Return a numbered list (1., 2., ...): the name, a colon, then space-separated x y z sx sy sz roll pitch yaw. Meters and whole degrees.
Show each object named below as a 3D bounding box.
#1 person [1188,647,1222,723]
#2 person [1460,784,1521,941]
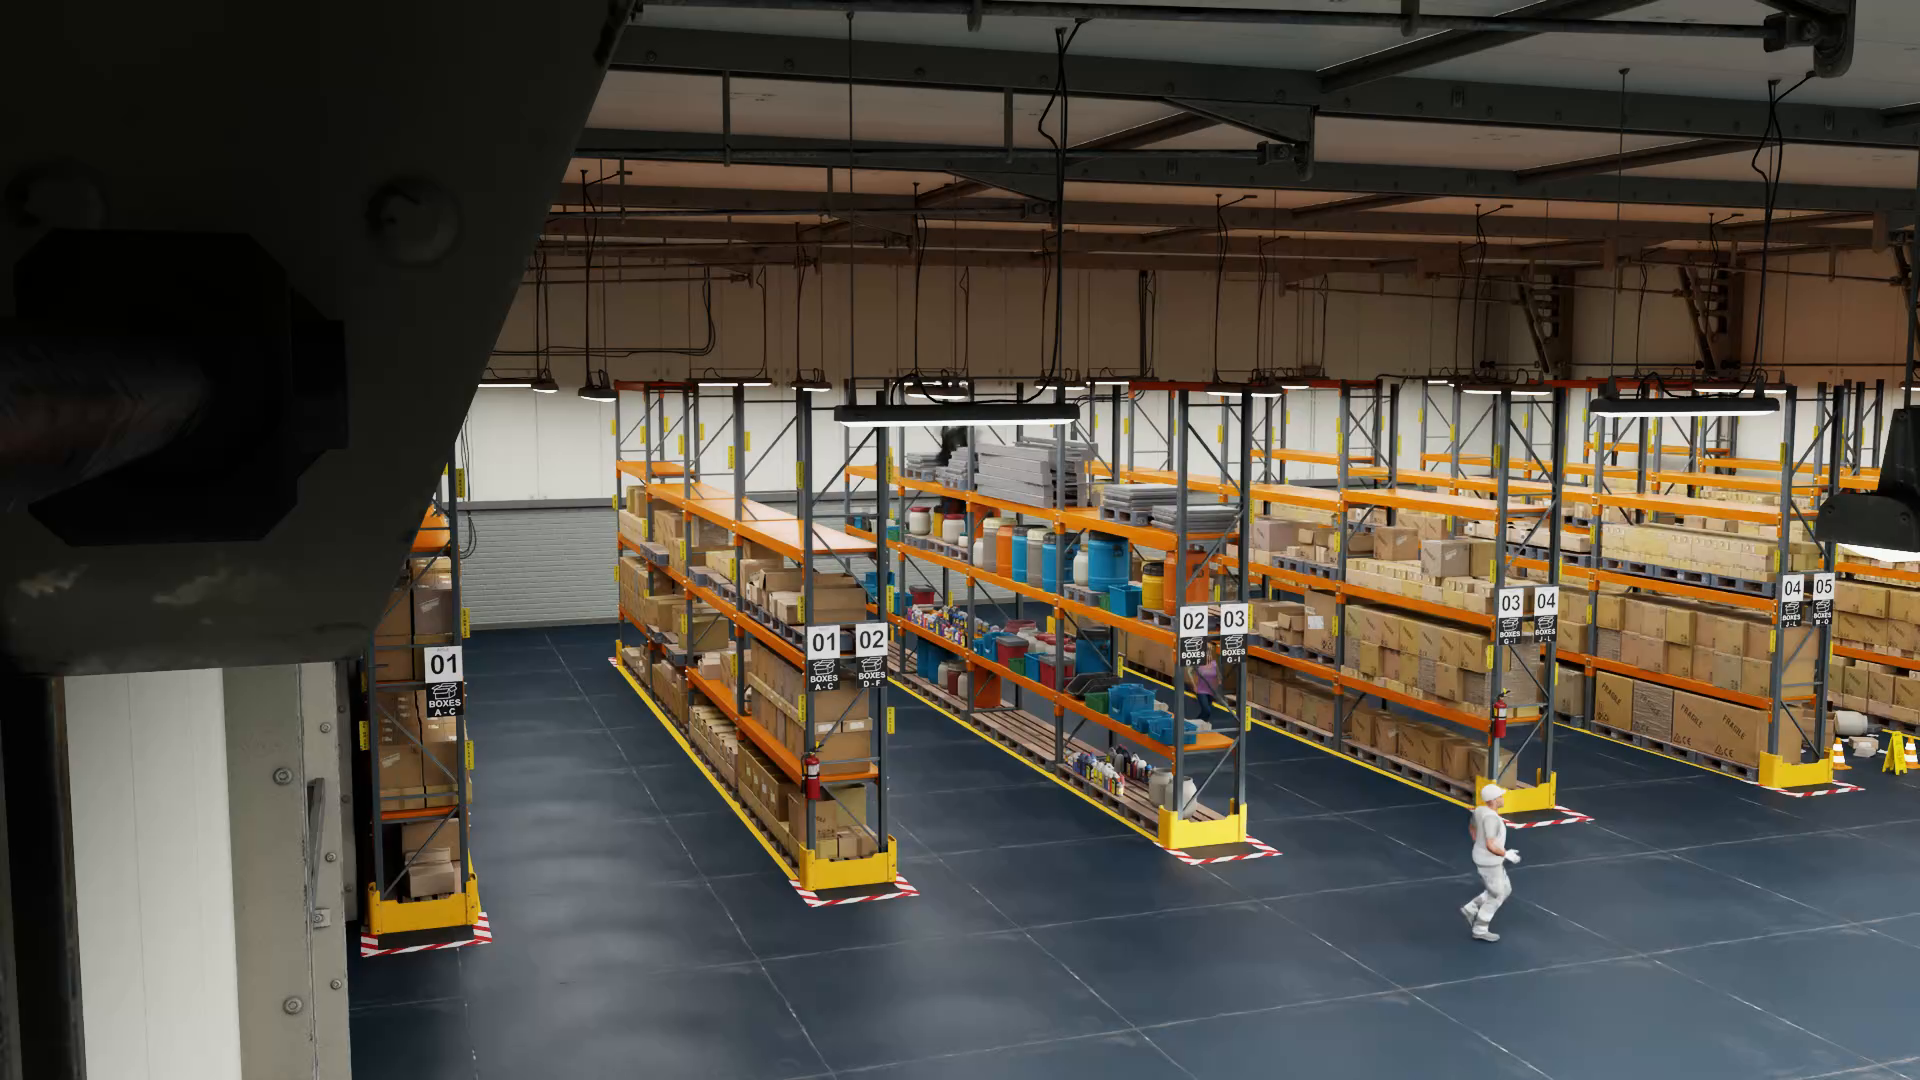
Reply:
1. person: 4.111 2.593 27.848 0.530 1.637 0.730 -3 7 -23
2. person: 5.820 3.534 18.227 0.586 1.745 0.661 1 6 10
